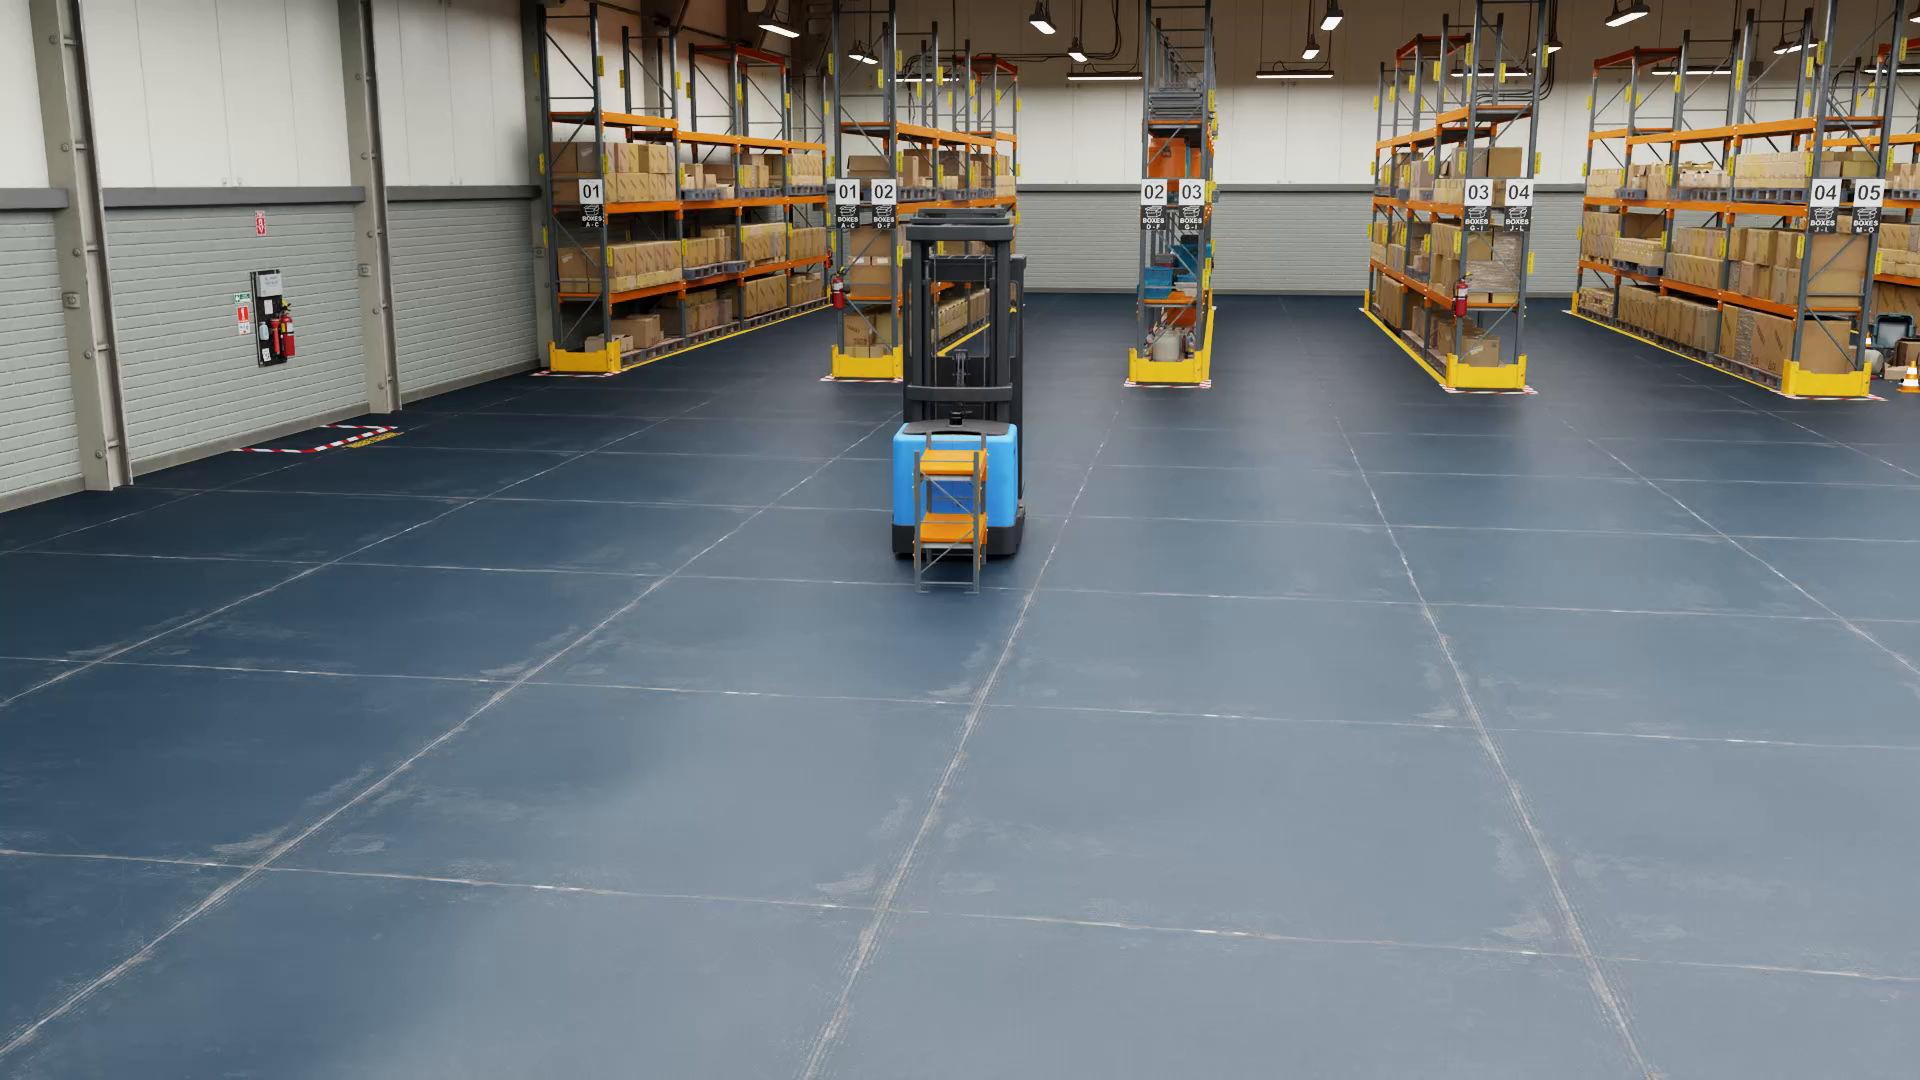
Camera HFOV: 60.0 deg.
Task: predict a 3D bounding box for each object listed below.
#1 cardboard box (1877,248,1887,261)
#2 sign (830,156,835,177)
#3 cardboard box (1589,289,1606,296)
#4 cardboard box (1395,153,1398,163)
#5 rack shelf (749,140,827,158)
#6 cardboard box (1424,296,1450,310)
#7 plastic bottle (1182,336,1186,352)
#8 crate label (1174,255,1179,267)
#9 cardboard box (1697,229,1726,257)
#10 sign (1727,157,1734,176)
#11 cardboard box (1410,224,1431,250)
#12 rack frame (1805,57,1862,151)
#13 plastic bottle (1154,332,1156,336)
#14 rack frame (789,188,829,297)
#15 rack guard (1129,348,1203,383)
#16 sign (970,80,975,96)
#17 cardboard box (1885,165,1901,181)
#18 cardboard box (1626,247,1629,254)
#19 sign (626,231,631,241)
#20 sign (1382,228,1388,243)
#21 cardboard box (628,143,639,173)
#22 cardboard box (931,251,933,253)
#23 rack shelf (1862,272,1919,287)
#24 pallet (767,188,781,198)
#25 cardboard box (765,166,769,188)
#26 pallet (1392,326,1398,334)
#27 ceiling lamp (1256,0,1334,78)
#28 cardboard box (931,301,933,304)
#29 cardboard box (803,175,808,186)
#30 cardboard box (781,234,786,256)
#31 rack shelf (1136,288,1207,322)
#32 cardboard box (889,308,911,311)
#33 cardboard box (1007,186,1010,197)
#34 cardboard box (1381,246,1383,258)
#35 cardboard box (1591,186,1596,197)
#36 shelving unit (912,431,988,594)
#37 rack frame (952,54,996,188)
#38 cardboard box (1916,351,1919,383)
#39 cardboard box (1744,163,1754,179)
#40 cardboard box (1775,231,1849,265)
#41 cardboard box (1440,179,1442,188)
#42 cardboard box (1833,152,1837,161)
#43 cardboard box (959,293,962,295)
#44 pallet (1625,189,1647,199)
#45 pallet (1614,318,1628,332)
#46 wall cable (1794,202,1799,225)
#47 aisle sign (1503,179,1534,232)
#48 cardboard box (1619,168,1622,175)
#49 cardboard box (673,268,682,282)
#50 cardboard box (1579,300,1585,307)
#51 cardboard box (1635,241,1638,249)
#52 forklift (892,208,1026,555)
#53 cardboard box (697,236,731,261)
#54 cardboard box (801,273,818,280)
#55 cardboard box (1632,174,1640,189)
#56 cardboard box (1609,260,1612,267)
[{"bbox_3d":[19.397,-5.924,34.530,0.500,0.250,0.500,2,12,9],"label":"cardboard box"},{"bbox_3d":[-2.060,-6.075,27.027,0.100,0.325,0.005,2,12,9],"label":"sign"},{"bbox_3d":[15.147,-5.861,39.429,0.380,0.149,0.250,1,12,6],"label":"cardboard box"},{"bbox_3d":[10.402,-8.918,38.885,0.500,0.250,0.500,1,12,7],"label":"cardboard box"},{"bbox_3d":[-4.268,-9.653,41.083,1.077,0.370,4.000,2,12,9],"label":"rack shelf"},{"bbox_3d":[9.348,-4.646,32.540,0.500,0.250,0.500,3,13,15],"label":"cardboard box"},{"bbox_3d":[3.956,-3.471,29.384,0.061,0.283,0.133,2,12,9],"label":"plastic bottle"},{"bbox_3d":[4.179,-5.517,33.389,0.502,0.435,0.616,2,12,9],"label":"crate label"},{"bbox_3d":[14.068,-5.481,30.698,0.700,0.500,0.500,2,12,8],"label":"cardboard box"},{"bbox_3d":[13.225,-6.411,28.529,0.100,0.325,0.005,2,12,9],"label":"sign"},{"bbox_3d":[9.621,-6.228,34.155,0.797,0.503,0.637,2,12,11],"label":"cardboard box"},{"bbox_3d":[20.515,-9.814,39.173,1.000,3.000,0.127,2,12,9],"label":"rack frame"},{"bbox_3d":[3.479,-3.628,30.130,0.152,0.276,0.135,2,12,11],"label":"plastic bottle"},{"bbox_3d":[-3.960,-7.684,43.529,1.000,3.000,0.127,2,12,9],"label":"rack frame"},{"bbox_3d":[3.333,-2.828,26.928,1.175,0.500,0.348,2,12,9],"label":"rack guard"},{"bbox_3d":[0.254,-9.309,34.233,0.100,0.325,0.005,2,12,9],"label":"sign"},{"bbox_3d":[19.478,-7.595,34.763,0.500,0.500,0.500,2,12,8],"label":"cardboard box"},{"bbox_3d":[14.322,-6.131,35.215,0.380,0.149,0.250,2,12,11],"label":"cardboard box"},{"bbox_3d":[-6.355,-5.769,31.896,0.100,0.325,0.005,2,12,9],"label":"sign"},{"bbox_3d":[9.559,-6.850,37.413,0.100,0.325,0.005,2,12,9],"label":"sign"},{"bbox_3d":[-5.927,-6.649,28.949,0.500,0.500,0.500,2,12,10],"label":"cardboard box"},{"bbox_3d":[-0.618,-5.449,32.918,0.500,0.500,0.500,2,12,9],"label":"cardboard box"},{"bbox_3d":[19.592,-5.281,34.085,1.077,0.370,4.000,2,12,9],"label":"rack shelf"},{"bbox_3d":[-4.668,-8.032,38.476,0.805,0.209,1.217,1,12,6],"label":"pallet"},{"bbox_3d":[-4.819,-8.402,38.459,0.700,0.500,0.500,1,12,6],"label":"cardboard box"},{"bbox_3d":[9.878,-4.589,35.786,1.003,0.211,1.213,2,12,9],"label":"pallet"},{"bbox_3d":[8.730,-13.626,43.006,2.000,3.185,0.800,2,12,9],"label":"ceiling lamp"},{"bbox_3d":[-0.738,-4.785,34.276,0.500,0.311,0.500,2,12,7],"label":"cardboard box"},{"bbox_3d":[-4.045,-8.847,40.925,0.500,0.250,0.500,2,12,7],"label":"cardboard box"},{"bbox_3d":[-4.397,-6.951,39.137,0.500,0.500,0.500,2,12,8],"label":"cardboard box"},{"bbox_3d":[3.676,-4.097,28.592,1.077,0.370,4.000,2,12,9],"label":"rack shelf"},{"bbox_3d":[-0.990,-3.838,29.432,0.500,0.500,0.500,2,12,9],"label":"cardboard box"},{"bbox_3d":[0.965,-8.594,40.985,0.500,0.250,0.500,2,12,9],"label":"cardboard box"},{"bbox_3d":[9.994,-6.650,38.382,0.500,0.250,0.500,2,12,10],"label":"cardboard box"},{"bbox_3d":[15.201,-8.219,39.248,0.500,0.250,0.500,2,12,10],"label":"cardboard box"},{"bbox_3d":[-0.067,-0.241,13.443,0.538,1.125,1.048,1,12,4],"label":"shelving unit"},{"bbox_3d":[0.320,-9.624,38.292,1.000,3.000,0.127,2,12,9],"label":"rack frame"},{"bbox_3d":[15.823,-2.778,26.690,0.797,0.503,0.637,-7,14,-30],"label":"cardboard box"},{"bbox_3d":[13.335,-6.118,27.556,0.500,0.250,0.500,2,12,8],"label":"cardboard box"},{"bbox_3d":[13.457,-4.597,26.285,0.875,0.550,0.550,2,12,9],"label":"cardboard box"},{"bbox_3d":[8.549,-6.177,28.826,0.380,0.149,0.250,1,12,6],"label":"cardboard box"},{"bbox_3d":[13.632,-5.895,25.576,0.380,0.149,0.250,2,12,9],"label":"cardboard box"},{"bbox_3d":[-0.229,-5.272,37.224,0.500,0.500,0.500,1,12,7],"label":"cardboard box"},{"bbox_3d":[14.637,-7.222,34.709,1.213,0.211,1.003,2,12,9],"label":"pallet"},{"bbox_3d":[14.875,-4.663,36.129,1.003,0.211,1.213,2,12,9],"label":"pallet"},{"bbox_3d":[22.762,-8.509,44.946,0.588,1.984,0.122,2,12,9],"label":"wall cable"},{"bbox_3d":[8.549,-5.120,25.461,0.394,0.787,0.004,2,12,9],"label":"aisle sign"},{"bbox_3d":[14.802,-8.150,36.793,0.380,0.149,0.250,2,12,10],"label":"cardboard box"},{"bbox_3d":[-5.579,-5.014,31.448,0.500,0.250,0.500,2,12,9],"label":"cardboard box"},{"bbox_3d":[15.211,-5.734,40.249,0.380,0.149,0.250,2,12,10],"label":"cardboard box"},{"bbox_3d":[14.201,-6.115,34.434,0.380,0.149,0.250,2,12,11],"label":"cardboard box"},{"bbox_3d":[0.045,-1.564,15.291,1.130,2.935,3.031,1,12,4],"label":"forklift"},{"bbox_3d":[-5.253,-6.185,35.289,0.700,0.500,0.500,0,12,2],"label":"cardboard box"},{"bbox_3d":[-3.847,-6.750,42.590,0.380,0.149,0.250,2,12,10],"label":"cardboard box"},{"bbox_3d":[14.650,-7.640,35.418,0.500,0.311,0.500,2,12,8],"label":"cardboard box"},{"bbox_3d":[14.738,-6.190,37.190,0.380,0.149,0.250,2,12,7],"label":"cardboard box"}]
